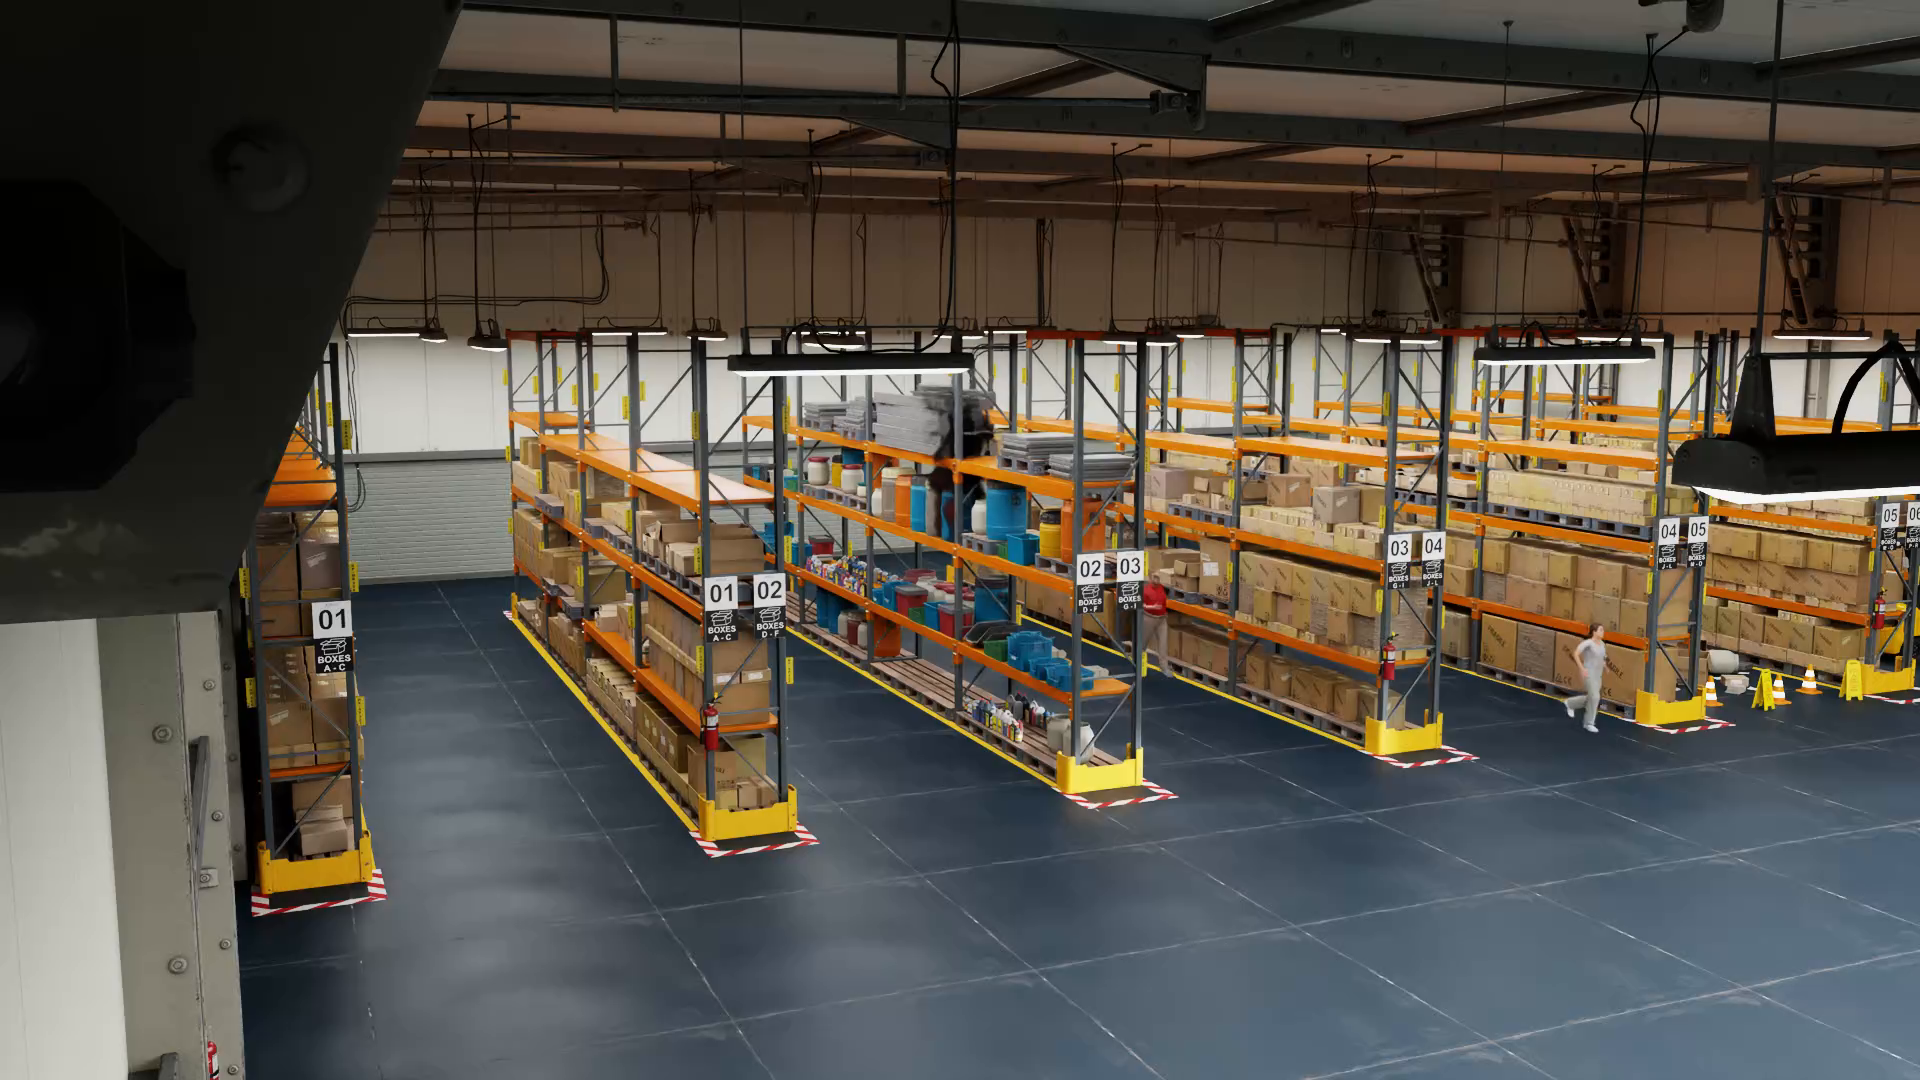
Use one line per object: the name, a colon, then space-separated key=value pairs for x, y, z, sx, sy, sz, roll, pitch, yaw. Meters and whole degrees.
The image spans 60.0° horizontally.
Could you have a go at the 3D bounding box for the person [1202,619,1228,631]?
person: x=5.191 y=0.935 z=33.347 sx=0.698 sy=1.753 sz=0.948 roll=-5 pitch=9 yaw=-33

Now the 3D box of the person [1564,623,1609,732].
person: x=9.675 y=2.073 z=25.579 sx=0.605 sy=1.642 sz=0.736 roll=-5 pitch=9 yaw=-31

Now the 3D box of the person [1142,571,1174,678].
person: x=3.253 y=1.399 z=27.834 sx=0.659 sy=1.781 sz=0.898 roll=-4 pitch=9 yaw=-27
